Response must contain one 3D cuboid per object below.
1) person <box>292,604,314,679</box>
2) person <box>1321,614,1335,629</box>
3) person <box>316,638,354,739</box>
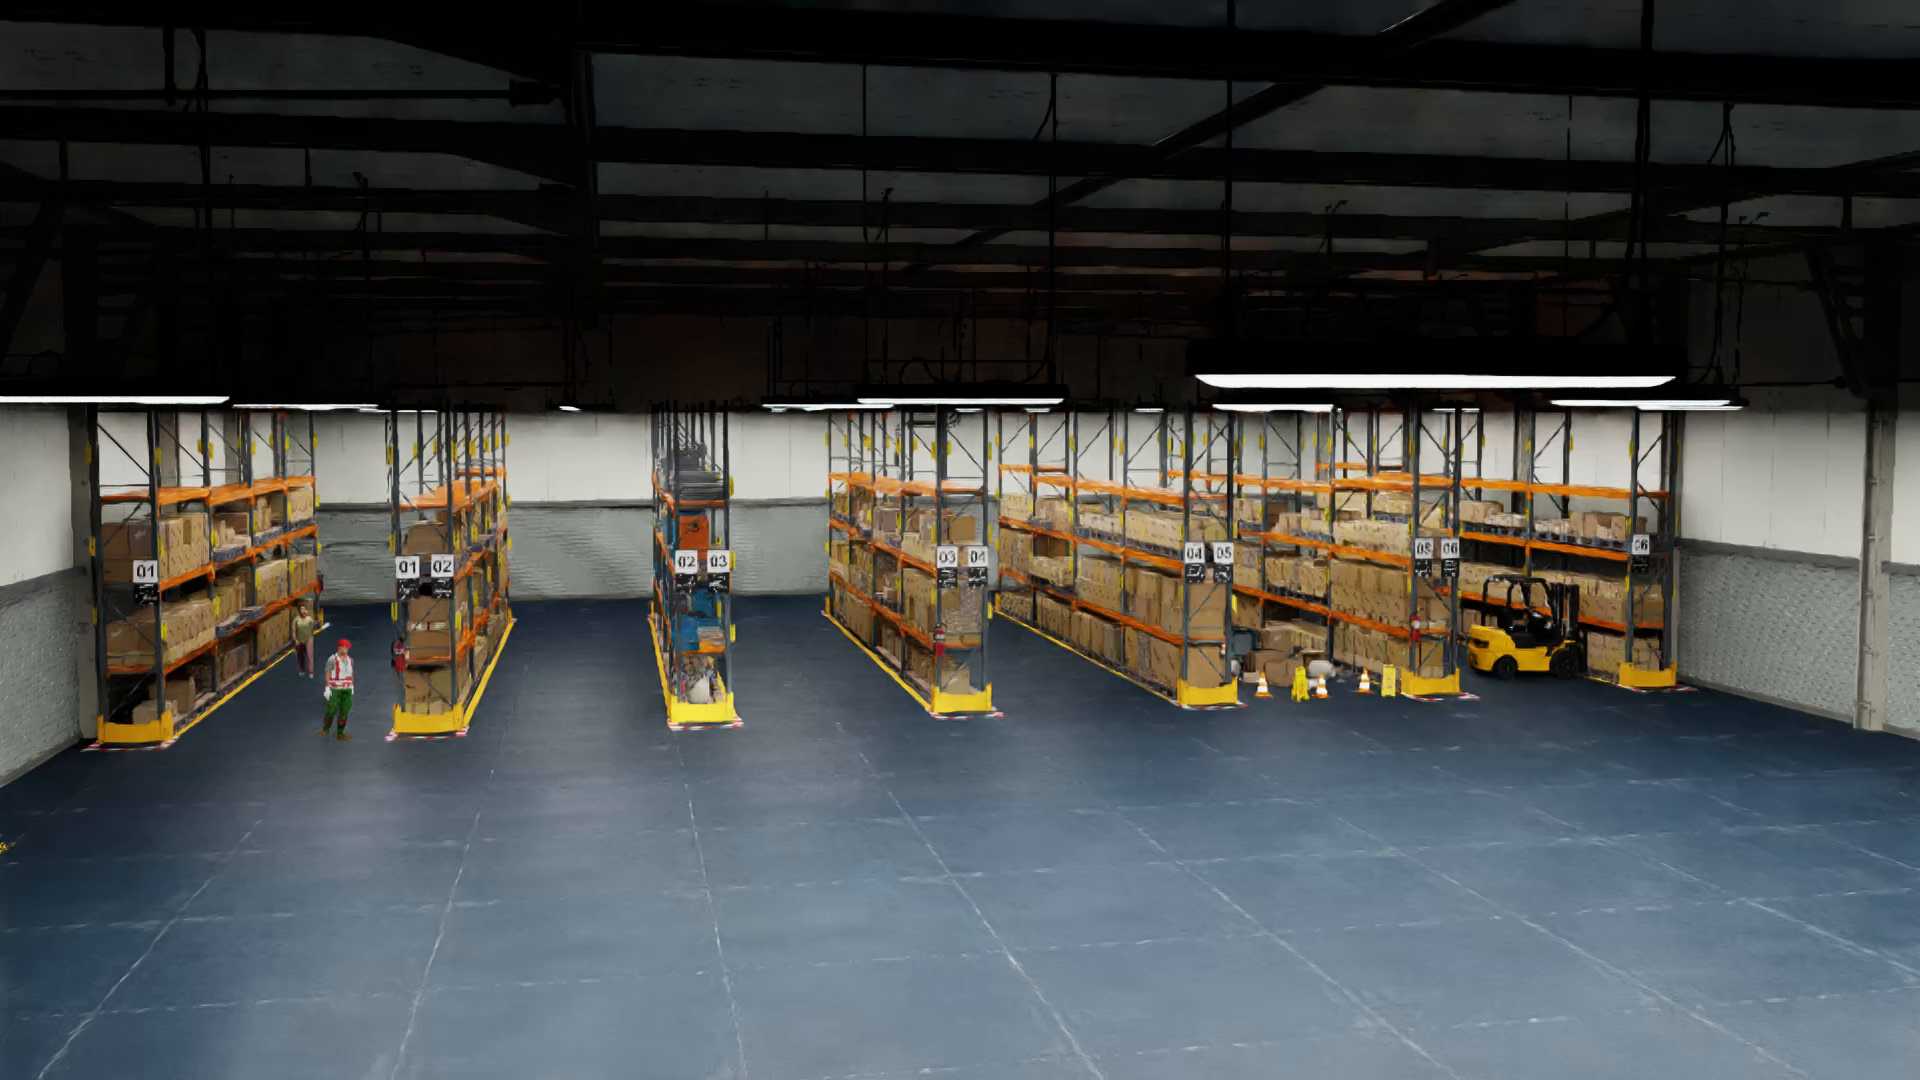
[{"bbox_3d":[-14.258,2.187,36.095,0.445,1.604,1.017,-2,5,-21],"label":"person"},{"bbox_3d":[9.532,1.625,42.772,0.450,1.727,0.584,-4,6,-43],"label":"person"},{"bbox_3d":[-10.980,2.621,29.289,0.493,1.781,0.676,3,5,38],"label":"person"}]
